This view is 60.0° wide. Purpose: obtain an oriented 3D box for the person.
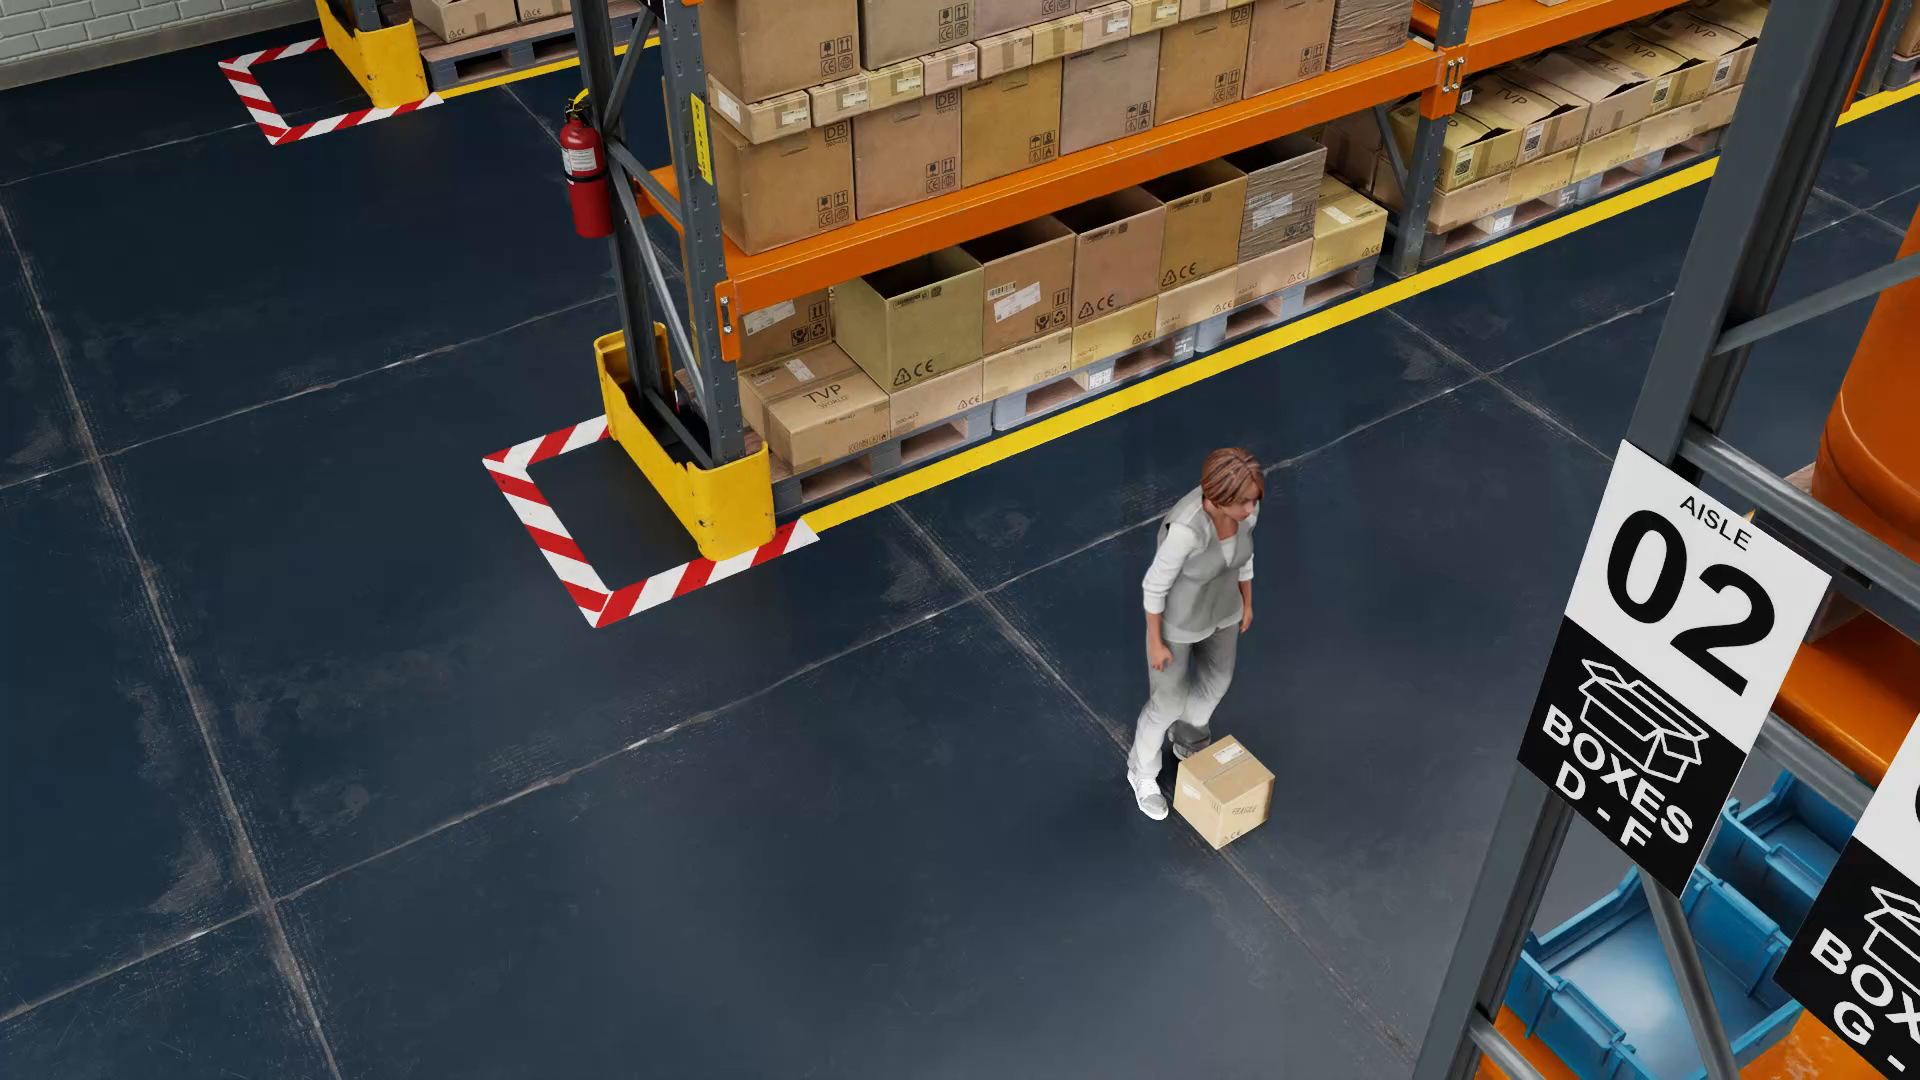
[{"bbox_3d":[0.833,0.298,5.836,0.467,1.581,0.350,-23,46,-24],"label":"person"}]
